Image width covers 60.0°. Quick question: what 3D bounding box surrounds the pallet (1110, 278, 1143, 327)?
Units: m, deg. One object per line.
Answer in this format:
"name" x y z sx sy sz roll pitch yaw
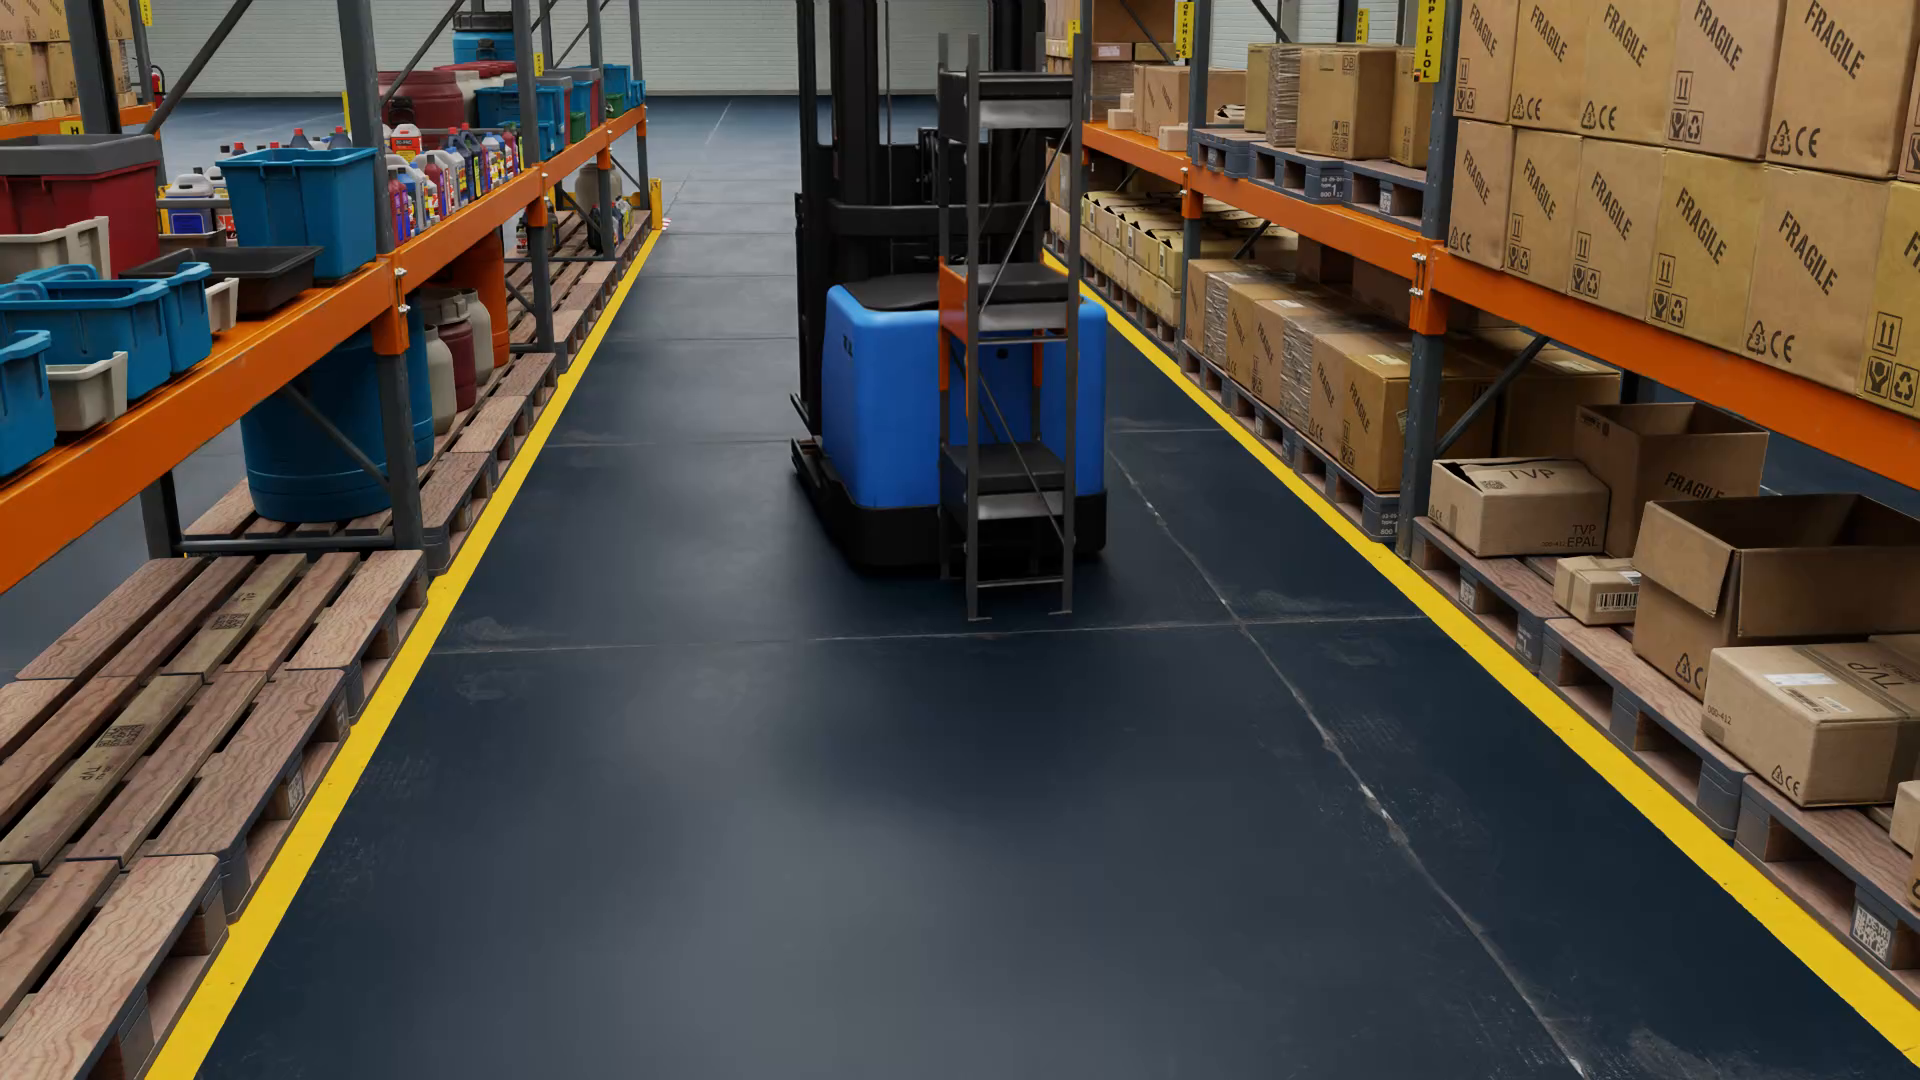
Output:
"pallet" 1.748 -1.839 12.684 1.003 0.211 1.213 -2 18 -6

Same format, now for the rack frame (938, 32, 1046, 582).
"rack frame" 0.119 -0.851 6.382 0.400 2.100 0.015 -4 18 -12

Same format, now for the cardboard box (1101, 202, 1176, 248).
"cardboard box" 1.400 -2.474 13.003 0.500 0.311 0.500 -2 18 -7

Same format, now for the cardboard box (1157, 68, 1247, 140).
"cardboard box" 1.728 -3.108 11.901 0.500 0.500 0.500 -3 18 -9

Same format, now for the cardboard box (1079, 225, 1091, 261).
"cardboard box" 1.300 -2.513 14.063 0.500 0.250 0.500 -2 18 -7

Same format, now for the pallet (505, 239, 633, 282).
"pallet" -3.451 -2.471 14.697 1.003 0.211 1.213 -2 18 -6

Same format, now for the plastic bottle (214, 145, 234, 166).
"plastic bottle" -3.018 -1.457 6.893 0.144 0.351 0.185 -2 18 -6

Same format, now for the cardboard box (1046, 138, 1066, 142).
"cardboard box" 0.980 -3.875 17.149 0.500 0.500 0.500 -2 18 -6

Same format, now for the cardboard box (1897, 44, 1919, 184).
"cardboard box" 2.370 -0.977 3.444 0.500 0.500 0.500 -1 17 -4

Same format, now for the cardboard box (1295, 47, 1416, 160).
"cardboard box" 2.086 -2.141 8.122 0.700 0.500 0.500 -6 19 -20

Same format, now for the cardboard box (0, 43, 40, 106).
"cardboard box" -8.351 -3.923 14.002 0.875 0.500 0.500 -2 18 -6

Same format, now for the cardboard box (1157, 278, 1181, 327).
"cardboard box" 1.620 -1.598 11.150 0.500 0.250 0.500 -1 17 -4

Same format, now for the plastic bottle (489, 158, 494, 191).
"plastic bottle" -2.456 -1.900 8.553 0.097 0.201 0.097 0 17 0

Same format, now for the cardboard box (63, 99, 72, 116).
"cardboard box" -8.311 -3.921 15.077 0.380 0.149 0.250 -2 18 -6

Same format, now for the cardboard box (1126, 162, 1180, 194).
"cardboard box" 1.768 -3.147 14.829 0.500 0.500 0.500 -2 18 -6

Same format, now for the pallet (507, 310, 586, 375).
"pallet" -3.051 -1.310 10.998 1.003 0.211 1.213 -2 18 -6

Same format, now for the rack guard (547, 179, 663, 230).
"rack guard" -3.781 -3.578 17.741 1.175 0.500 0.348 -2 18 -6

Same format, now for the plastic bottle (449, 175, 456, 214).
"plastic bottle" -2.347 -1.583 7.544 0.097 0.201 0.097 0 17 0

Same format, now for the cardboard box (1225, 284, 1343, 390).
"cardboard box" 1.786 -1.128 9.201 0.500 0.500 0.500 -2 18 -6

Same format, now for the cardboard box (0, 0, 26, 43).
"cardboard box" -8.196 -4.405 13.867 0.500 0.500 0.500 -2 18 -6

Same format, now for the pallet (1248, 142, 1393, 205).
"pallet" 2.122 -1.890 8.509 1.003 0.211 1.213 -2 18 -6

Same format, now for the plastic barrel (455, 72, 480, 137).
"plastic barrel" -3.329 -2.762 10.780 0.421 0.512 0.421 0 17 0

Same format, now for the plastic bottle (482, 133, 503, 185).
"plastic bottle" -2.486 -2.020 8.819 0.097 0.271 0.097 0 17 0

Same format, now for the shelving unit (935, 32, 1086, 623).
"shelving unit" 0.172 -0.780 6.155 0.431 2.100 0.503 -4 18 -12

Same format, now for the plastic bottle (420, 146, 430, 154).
"plastic bottle" -2.534 -1.739 7.924 0.097 0.271 0.097 0 17 0

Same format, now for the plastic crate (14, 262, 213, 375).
"plastic crate" -2.050 -0.539 4.067 0.416 0.233 0.300 -2 18 -6

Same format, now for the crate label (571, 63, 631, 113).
"crate label" -3.376 -4.269 15.708 0.502 0.435 0.616 -2 18 -6

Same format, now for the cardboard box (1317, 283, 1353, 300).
"cardboard box" 2.300 -1.152 9.279 0.500 0.500 0.500 -2 18 -8

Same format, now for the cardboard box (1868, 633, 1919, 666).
"cardboard box" 2.865 0.456 4.572 0.500 0.250 0.500 -2 18 -6

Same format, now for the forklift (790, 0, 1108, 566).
"forklift" -0.220 -1.695 7.681 1.130 2.935 3.031 -4 18 -12

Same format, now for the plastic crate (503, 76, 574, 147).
"plastic crate" -2.872 -2.930 11.396 0.402 0.464 0.583 -2 18 -6

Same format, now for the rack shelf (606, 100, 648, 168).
"rack shelf" -3.629 -3.853 15.643 1.077 0.370 4.000 -2 18 -6

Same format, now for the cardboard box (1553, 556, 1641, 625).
"cardboard box" 2.257 0.162 5.649 0.380 0.166 0.250 -2 18 -6

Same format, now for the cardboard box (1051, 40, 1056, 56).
"cardboard box" 1.076 -4.720 15.953 0.380 0.149 0.250 -2 18 -5

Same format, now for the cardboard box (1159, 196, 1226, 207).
"cardboard box" 1.891 -2.642 13.537 0.500 0.311 0.500 -1 17 -4

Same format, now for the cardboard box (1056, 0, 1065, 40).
"cardboard box" 1.297 -5.000 15.762 0.700 0.500 0.500 -2 18 -6

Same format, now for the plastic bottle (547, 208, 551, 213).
"plastic bottle" -3.730 -2.862 15.085 0.061 0.283 0.133 -2 18 -6

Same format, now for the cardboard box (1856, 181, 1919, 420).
"cardboard box" 2.368 -0.504 3.609 0.500 0.500 0.500 -2 18 -5

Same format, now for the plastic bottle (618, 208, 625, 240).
"plastic bottle" -3.088 -2.874 15.125 0.061 0.283 0.133 -1 17 -3

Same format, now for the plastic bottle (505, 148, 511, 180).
"plastic bottle" -2.516 -2.074 9.107 0.097 0.201 0.097 0 17 0

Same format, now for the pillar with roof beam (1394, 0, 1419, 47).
"pillar with roof beam" 2.051 -9.433 22.201 9.100 9.000 0.400 -2 18 -6

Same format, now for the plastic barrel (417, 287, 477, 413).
"plastic barrel" -2.826 -0.977 8.606 0.600 0.588 0.708 -2 18 -6

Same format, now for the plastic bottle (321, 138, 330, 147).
"plastic bottle" -3.207 -1.898 8.429 0.097 0.271 0.097 0 17 0

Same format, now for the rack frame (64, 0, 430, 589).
"rack frame" -2.598 -1.217 6.046 1.000 3.000 0.127 -2 18 -6

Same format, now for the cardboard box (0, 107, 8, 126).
"cardboard box" -8.085 -3.476 13.660 0.380 0.149 0.250 -2 18 -6

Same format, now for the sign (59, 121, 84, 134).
"sign" -3.145 -1.333 5.952 0.100 0.325 0.005 -2 18 -6

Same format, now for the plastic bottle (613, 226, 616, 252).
"plastic bottle" -3.020 -2.617 14.326 0.097 0.271 0.097 0 17 0

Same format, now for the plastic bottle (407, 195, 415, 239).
"plastic bottle" -2.255 -1.318 6.700 0.097 0.201 0.097 0 17 0

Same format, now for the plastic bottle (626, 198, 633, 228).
"plastic bottle" -3.180 -3.138 15.966 0.061 0.283 0.133 -1 17 -4
